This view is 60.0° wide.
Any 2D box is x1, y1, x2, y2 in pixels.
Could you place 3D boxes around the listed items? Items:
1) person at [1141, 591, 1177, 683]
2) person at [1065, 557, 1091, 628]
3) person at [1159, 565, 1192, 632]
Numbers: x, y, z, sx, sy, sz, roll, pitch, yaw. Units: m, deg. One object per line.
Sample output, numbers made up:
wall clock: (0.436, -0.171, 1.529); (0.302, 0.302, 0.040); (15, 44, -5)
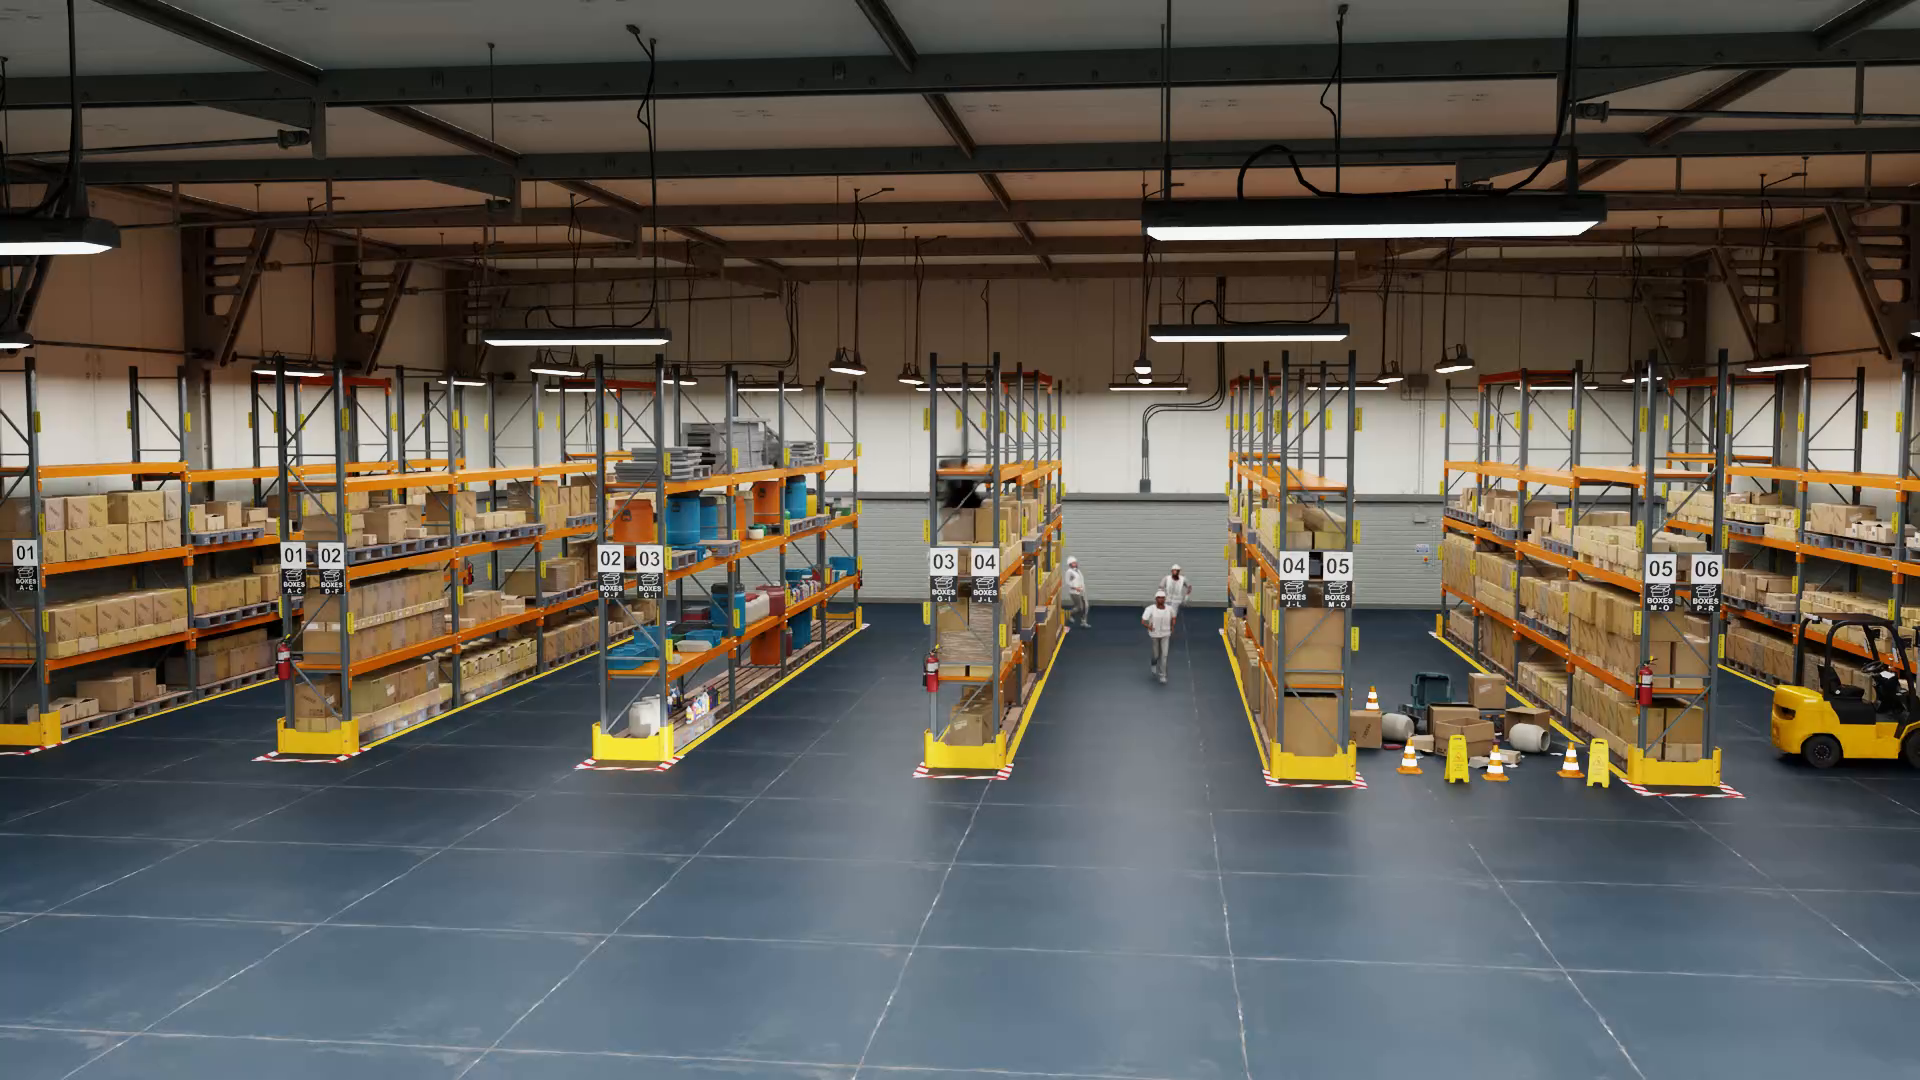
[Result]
person: (3.855, 1.843, 32.051); (0.712, 1.745, 0.897); (0, 4, -3)
person: (2.848, 1.279, 40.666); (0.688, 1.746, 0.711); (3, 5, 34)
person: (4.929, 1.426, 38.312); (0.726, 1.727, 0.670); (1, 4, 20)
